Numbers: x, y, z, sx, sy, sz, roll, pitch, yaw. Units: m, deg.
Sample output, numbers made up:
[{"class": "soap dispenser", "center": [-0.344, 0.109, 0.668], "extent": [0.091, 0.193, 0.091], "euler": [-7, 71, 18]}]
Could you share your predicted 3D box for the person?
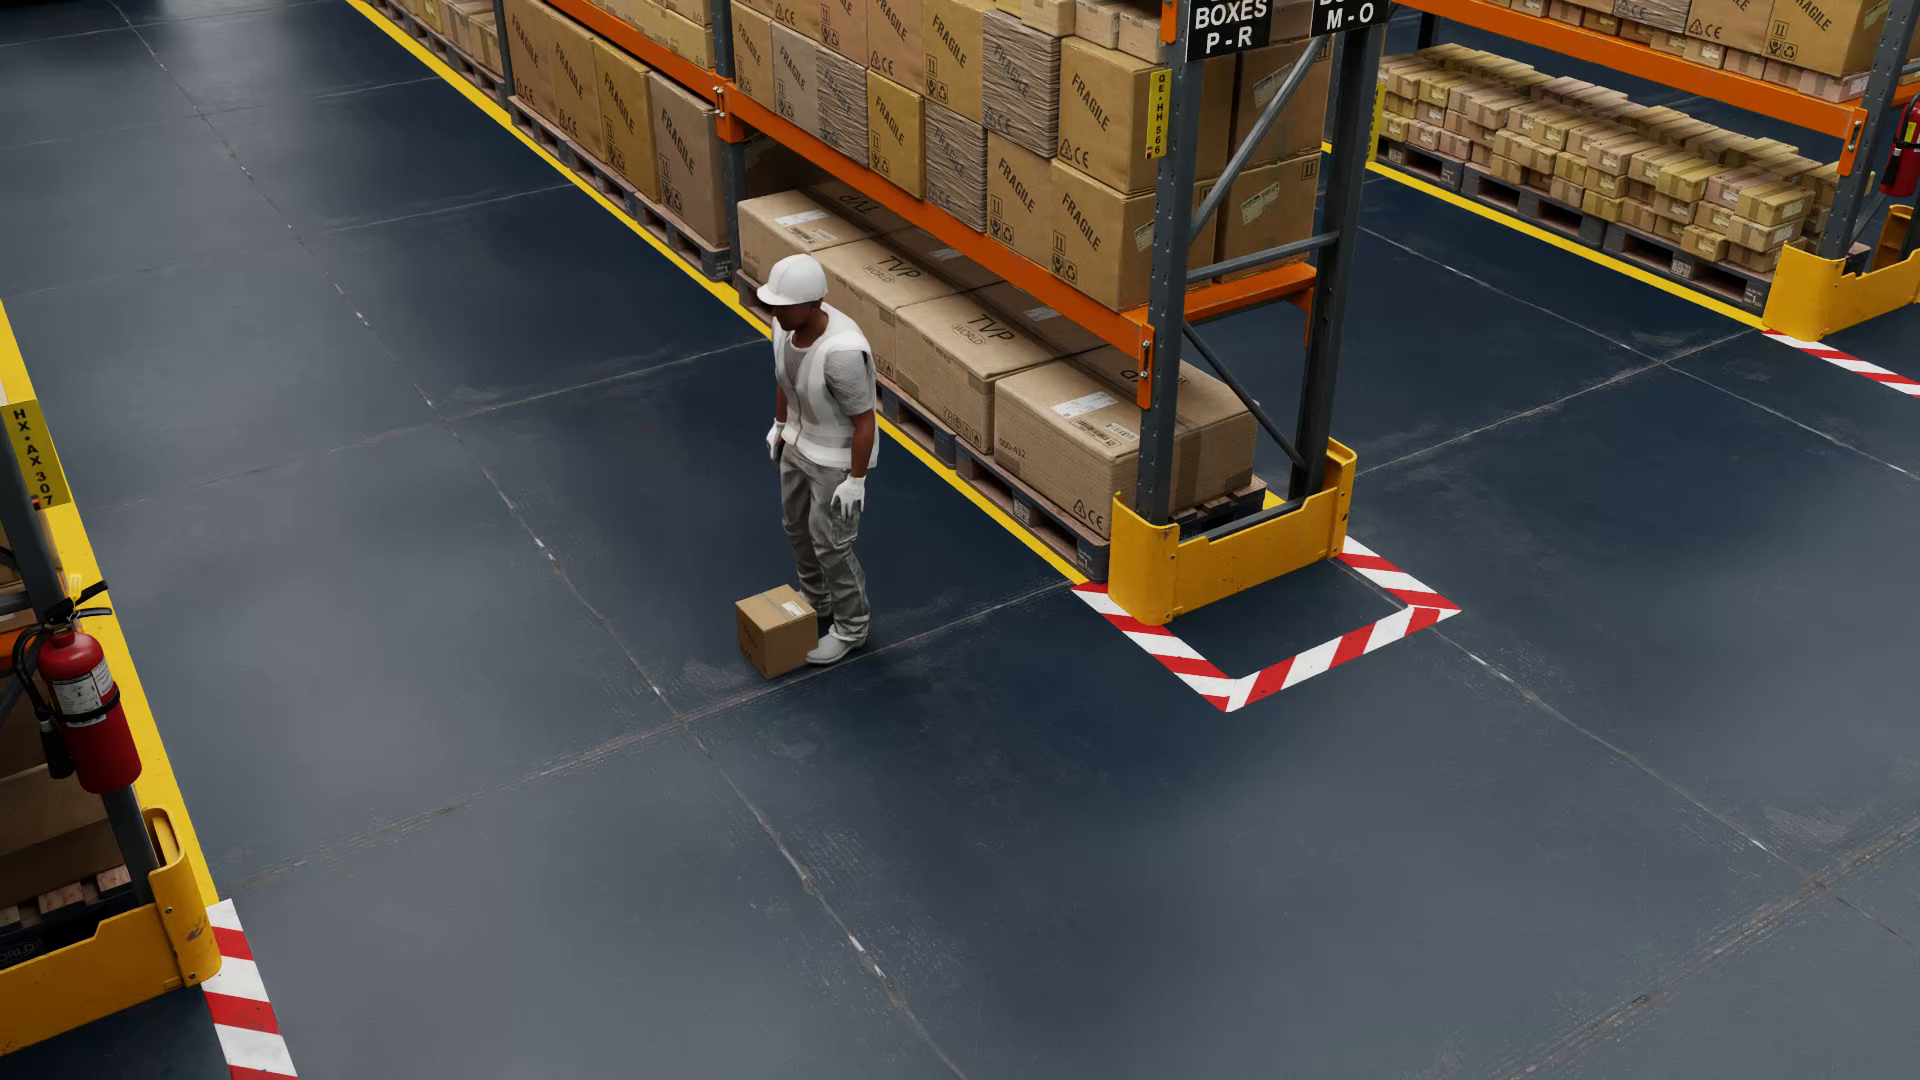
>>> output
[{"class": "person", "center": [-0.569, -0.331, 6.652], "extent": [0.450, 1.772, 0.619], "euler": [-21, 38, -30]}]
